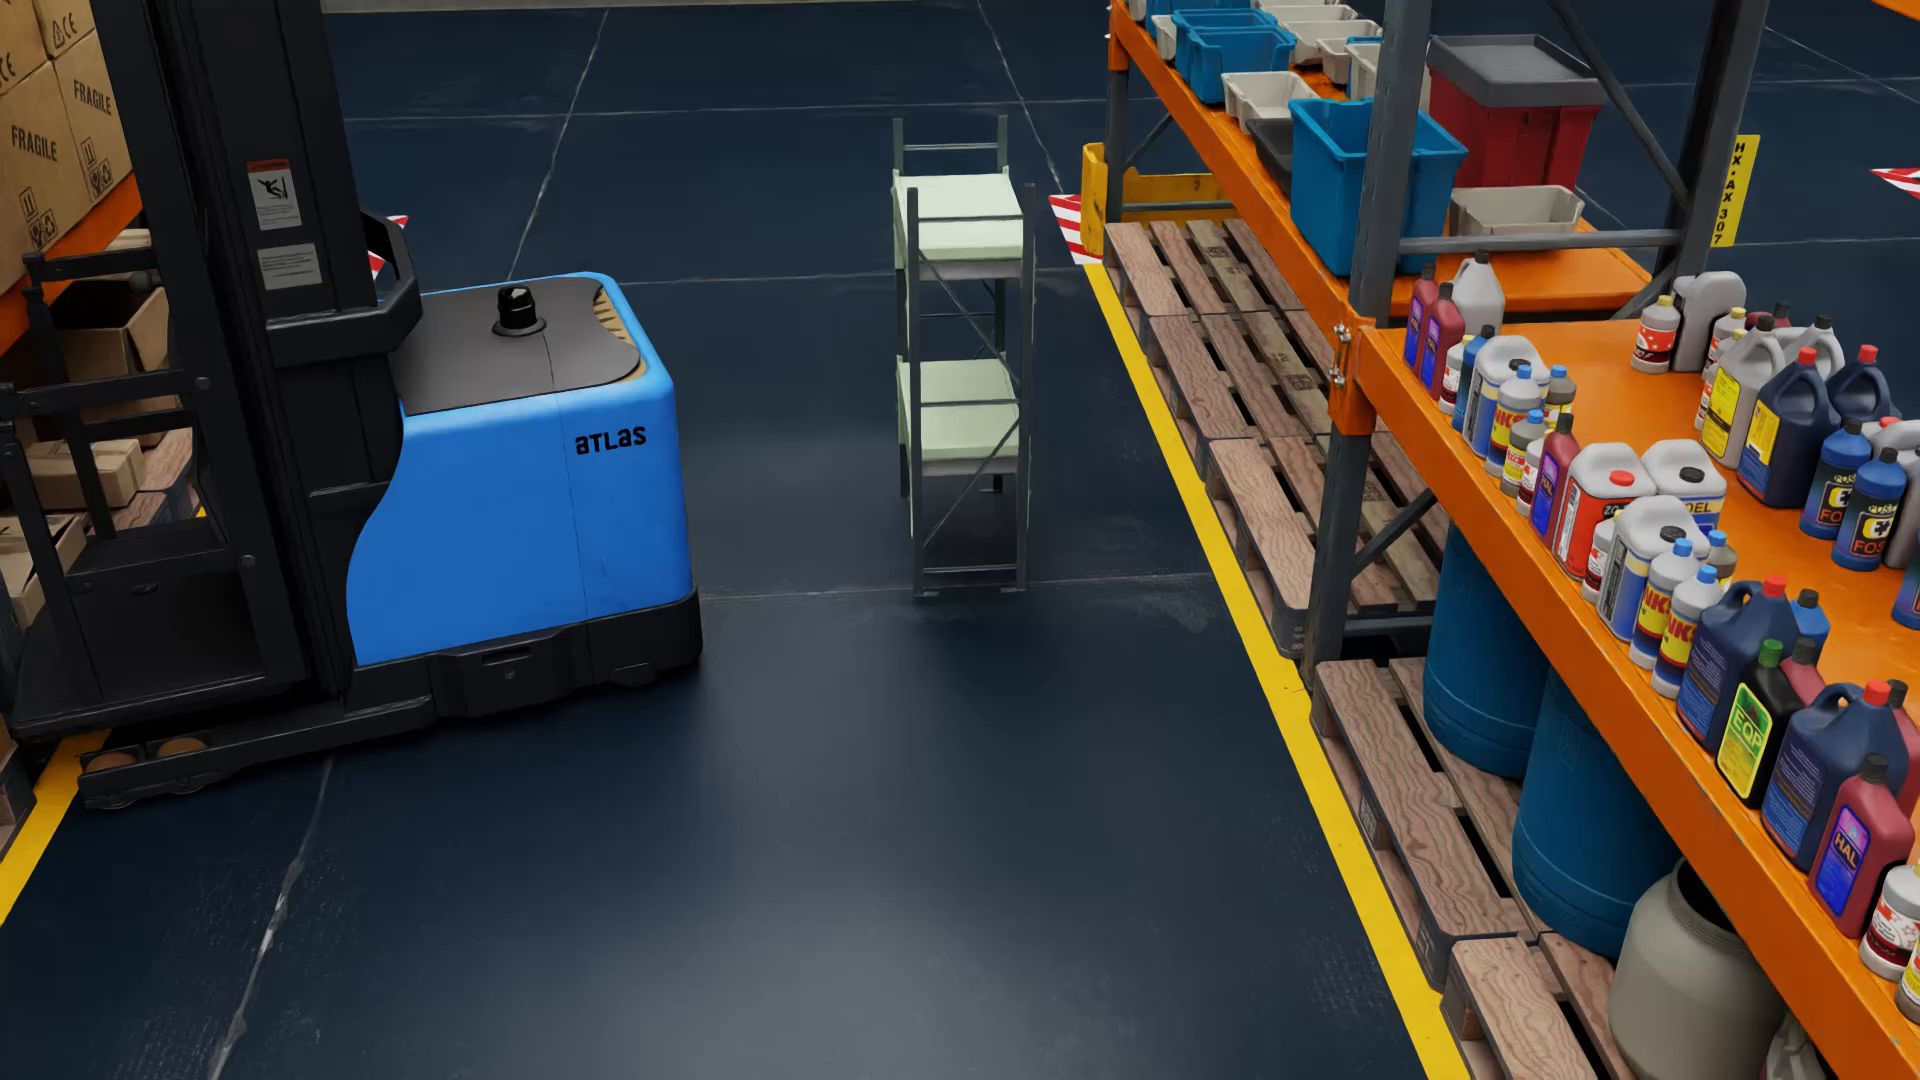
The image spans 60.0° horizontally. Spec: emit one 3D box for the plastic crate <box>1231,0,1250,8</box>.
[{"bbox_3d":[1.472,-2.762,7.856,0.616,0.435,0.499,-3,31,-5],"label":"plastic crate"}]

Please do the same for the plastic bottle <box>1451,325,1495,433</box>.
[{"bbox_3d":[1.289,-0.402,4.124,0.097,0.271,0.097,0,31,0],"label":"plastic bottle"}]

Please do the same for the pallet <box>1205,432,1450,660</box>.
[{"bbox_3d":[1.521,-0.017,6.073,1.003,0.211,1.213,-3,31,-5],"label":"pallet"}]

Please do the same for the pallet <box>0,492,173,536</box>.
[{"bbox_3d":[-3.366,0.241,5.641,1.003,0.211,1.213,-3,31,-5],"label":"pallet"}]

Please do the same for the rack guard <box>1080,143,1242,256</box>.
[{"bbox_3d":[1.240,-1.822,8.812,1.175,0.500,0.348,-3,31,-5],"label":"rack guard"}]

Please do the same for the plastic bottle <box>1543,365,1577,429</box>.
[{"bbox_3d":[1.449,-0.330,4.071,0.097,0.201,0.097,0,31,0],"label":"plastic bottle"}]

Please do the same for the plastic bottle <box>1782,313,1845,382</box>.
[{"bbox_3d":[2.040,-0.366,3.986,0.144,0.351,0.185,-3,31,-5],"label":"plastic bottle"}]

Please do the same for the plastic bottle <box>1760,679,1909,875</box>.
[{"bbox_3d":[1.460,0.370,2.754,0.144,0.351,0.185,-3,31,-5],"label":"plastic bottle"}]

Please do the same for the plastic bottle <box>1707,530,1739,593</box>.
[{"bbox_3d":[1.523,0.075,3.394,0.097,0.201,0.097,0,31,0],"label":"plastic bottle"}]

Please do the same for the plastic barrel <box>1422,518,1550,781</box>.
[{"bbox_3d":[1.663,0.158,4.697,0.600,0.901,0.708,-3,31,-5],"label":"plastic barrel"}]

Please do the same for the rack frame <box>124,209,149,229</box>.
[{"bbox_3d":[-3.677,-2.648,7.758,1.000,3.000,0.127,-3,31,-5],"label":"rack frame"}]

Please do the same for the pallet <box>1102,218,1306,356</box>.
[{"bbox_3d":[1.293,-1.263,8.159,1.003,0.211,1.213,-3,31,-5],"label":"pallet"}]

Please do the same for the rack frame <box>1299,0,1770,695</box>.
[{"bbox_3d":[1.629,-0.841,4.733,1.000,3.000,0.127,-3,31,-5],"label":"rack frame"}]

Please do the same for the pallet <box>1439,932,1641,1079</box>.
[{"bbox_3d":[1.777,1.376,3.740,1.003,0.211,1.213,-3,31,-5],"label":"pallet"}]

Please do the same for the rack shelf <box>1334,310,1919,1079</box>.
[{"bbox_3d":[1.816,0.489,3.208,1.077,0.370,4.000,-3,31,-5],"label":"rack shelf"}]

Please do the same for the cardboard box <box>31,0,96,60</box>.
[{"bbox_3d":[-3.163,-1.858,5.362,0.500,0.500,0.500,-4,31,-6],"label":"cardboard box"}]

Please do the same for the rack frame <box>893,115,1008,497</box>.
[{"bbox_3d":[-0.034,-0.827,6.173,0.400,1.500,0.023,-3,31,-5],"label":"rack frame"}]

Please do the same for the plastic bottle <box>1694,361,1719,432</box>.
[{"bbox_3d":[1.899,-0.368,4.135,0.097,0.201,0.097,0,31,0],"label":"plastic bottle"}]

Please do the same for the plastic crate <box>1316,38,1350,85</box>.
[{"bbox_3d":[1.621,-1.948,6.785,0.298,0.136,0.250,-3,31,-5],"label":"plastic crate"}]

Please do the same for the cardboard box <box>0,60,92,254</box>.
[{"bbox_3d":[-3.131,-1.183,5.208,0.500,0.500,0.500,-2,31,-4],"label":"cardboard box"}]

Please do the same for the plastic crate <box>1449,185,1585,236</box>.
[{"bbox_3d":[1.728,-0.998,5.194,0.396,0.136,0.243,-3,31,-5],"label":"plastic crate"}]

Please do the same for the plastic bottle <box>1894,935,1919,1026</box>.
[{"bbox_3d":[1.471,0.625,2.473,0.097,0.201,0.097,0,31,0],"label":"plastic bottle"}]

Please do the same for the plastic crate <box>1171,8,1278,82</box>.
[{"bbox_3d":[1.073,-2.023,6.816,0.416,0.233,0.300,-3,31,-5],"label":"plastic crate"}]

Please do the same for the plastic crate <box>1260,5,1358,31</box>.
[{"bbox_3d":[1.524,-2.239,7.273,0.396,0.136,0.243,-3,31,-5],"label":"plastic crate"}]

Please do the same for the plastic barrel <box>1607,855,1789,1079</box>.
[{"bbox_3d":[1.693,0.979,3.702,0.421,0.512,0.421,0,31,0],"label":"plastic barrel"}]

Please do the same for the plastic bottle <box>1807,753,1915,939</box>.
[{"bbox_3d":[1.433,0.482,2.632,0.061,0.283,0.133,-3,31,-5],"label":"plastic bottle"}]

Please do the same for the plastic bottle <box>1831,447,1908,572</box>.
[{"bbox_3d":[1.959,-0.072,3.571,0.097,0.271,0.097,0,31,0],"label":"plastic bottle"}]

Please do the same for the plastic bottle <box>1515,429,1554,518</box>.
[{"bbox_3d":[1.329,-0.154,3.777,0.097,0.201,0.097,0,31,0],"label":"plastic bottle"}]

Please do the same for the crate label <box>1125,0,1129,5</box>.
[{"bbox_3d":[0.950,-2.695,7.942,0.416,0.233,0.303,-3,31,-5],"label":"crate label"}]

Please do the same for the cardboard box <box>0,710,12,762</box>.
[{"bbox_3d":[-2.972,0.517,4.468,0.500,0.500,0.500,-3,31,-5],"label":"cardboard box"}]

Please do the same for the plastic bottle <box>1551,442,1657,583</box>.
[{"bbox_3d":[1.379,-0.060,3.547,0.152,0.276,0.135,-3,31,-5],"label":"plastic bottle"}]

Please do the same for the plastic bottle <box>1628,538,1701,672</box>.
[{"bbox_3d":[1.384,0.121,3.249,0.097,0.271,0.097,0,31,0],"label":"plastic bottle"}]

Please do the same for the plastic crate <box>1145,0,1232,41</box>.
[{"bbox_3d":[1.012,-2.359,7.379,0.416,0.233,0.300,-3,31,-5],"label":"plastic crate"}]

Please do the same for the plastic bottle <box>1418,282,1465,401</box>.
[{"bbox_3d":[1.251,-0.515,4.301,0.061,0.283,0.133,-3,31,-5],"label":"plastic bottle"}]

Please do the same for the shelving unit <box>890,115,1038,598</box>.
[{"bbox_3d":[0.001,-0.640,5.860,0.431,1.500,0.755,-3,31,-5],"label":"shelving unit"}]

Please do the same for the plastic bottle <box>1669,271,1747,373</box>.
[{"bbox_3d":[1.987,-0.602,4.454,0.152,0.276,0.135,-3,31,-5],"label":"plastic bottle"}]

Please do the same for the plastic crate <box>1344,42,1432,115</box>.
[{"bbox_3d":[1.670,-1.604,6.068,0.437,0.282,0.530,-3,31,-5],"label":"plastic crate"}]

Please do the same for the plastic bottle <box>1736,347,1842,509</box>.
[{"bbox_3d":[1.914,-0.265,3.816,0.144,0.351,0.185,-3,31,-5],"label":"plastic bottle"}]

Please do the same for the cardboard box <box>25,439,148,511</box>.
[{"bbox_3d":[-3.218,-0.244,6.067,0.380,0.166,0.250,-3,31,-5],"label":"cardboard box"}]

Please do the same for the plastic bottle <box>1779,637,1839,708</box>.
[{"bbox_3d":[1.464,0.316,2.909,0.061,0.283,0.133,-3,31,-5],"label":"plastic bottle"}]

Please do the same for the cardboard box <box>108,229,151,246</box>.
[{"bbox_3d":[-3.980,-1.382,7.990,0.380,0.149,0.250,-3,31,-5],"label":"cardboard box"}]

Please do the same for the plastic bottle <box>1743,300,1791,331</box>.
[{"bbox_3d":[2.054,-0.489,4.258,0.061,0.283,0.133,-3,31,-5],"label":"plastic bottle"}]

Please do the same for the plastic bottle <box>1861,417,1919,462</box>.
[{"bbox_3d":[2.069,-0.158,3.710,0.152,0.276,0.135,-3,31,-5],"label":"plastic bottle"}]

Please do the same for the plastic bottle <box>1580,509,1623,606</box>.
[{"bbox_3d":[1.363,0.032,3.465,0.097,0.201,0.097,0,31,0],"label":"plastic bottle"}]

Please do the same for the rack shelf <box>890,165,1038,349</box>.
[{"bbox_3d":[0.001,-0.976,5.660,0.431,0.370,0.720,-3,31,-5],"label":"rack shelf"}]

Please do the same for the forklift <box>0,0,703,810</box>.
[{"bbox_3d":[-2.421,-0.769,4.679,3.031,2.935,1.130,-11,33,-18],"label":"forklift"}]

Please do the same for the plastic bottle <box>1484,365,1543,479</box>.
[{"bbox_3d":[1.310,-0.284,3.925,0.097,0.271,0.097,0,31,0],"label":"plastic bottle"}]

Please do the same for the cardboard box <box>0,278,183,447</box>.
[{"bbox_3d":[-3.484,-0.682,6.471,0.797,0.503,0.637,-3,31,-5],"label":"cardboard box"}]

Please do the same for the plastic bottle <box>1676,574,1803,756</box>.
[{"bbox_3d":[1.430,0.207,3.026,0.144,0.351,0.185,-3,31,-5],"label":"plastic bottle"}]

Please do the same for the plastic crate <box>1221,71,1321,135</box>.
[{"bbox_3d":[1.167,-1.628,6.249,0.293,0.136,0.466,-3,31,-5],"label":"plastic crate"}]

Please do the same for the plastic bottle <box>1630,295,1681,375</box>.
[{"bbox_3d":[1.865,-0.554,4.447,0.097,0.201,0.097,0,31,0],"label":"plastic bottle"}]
